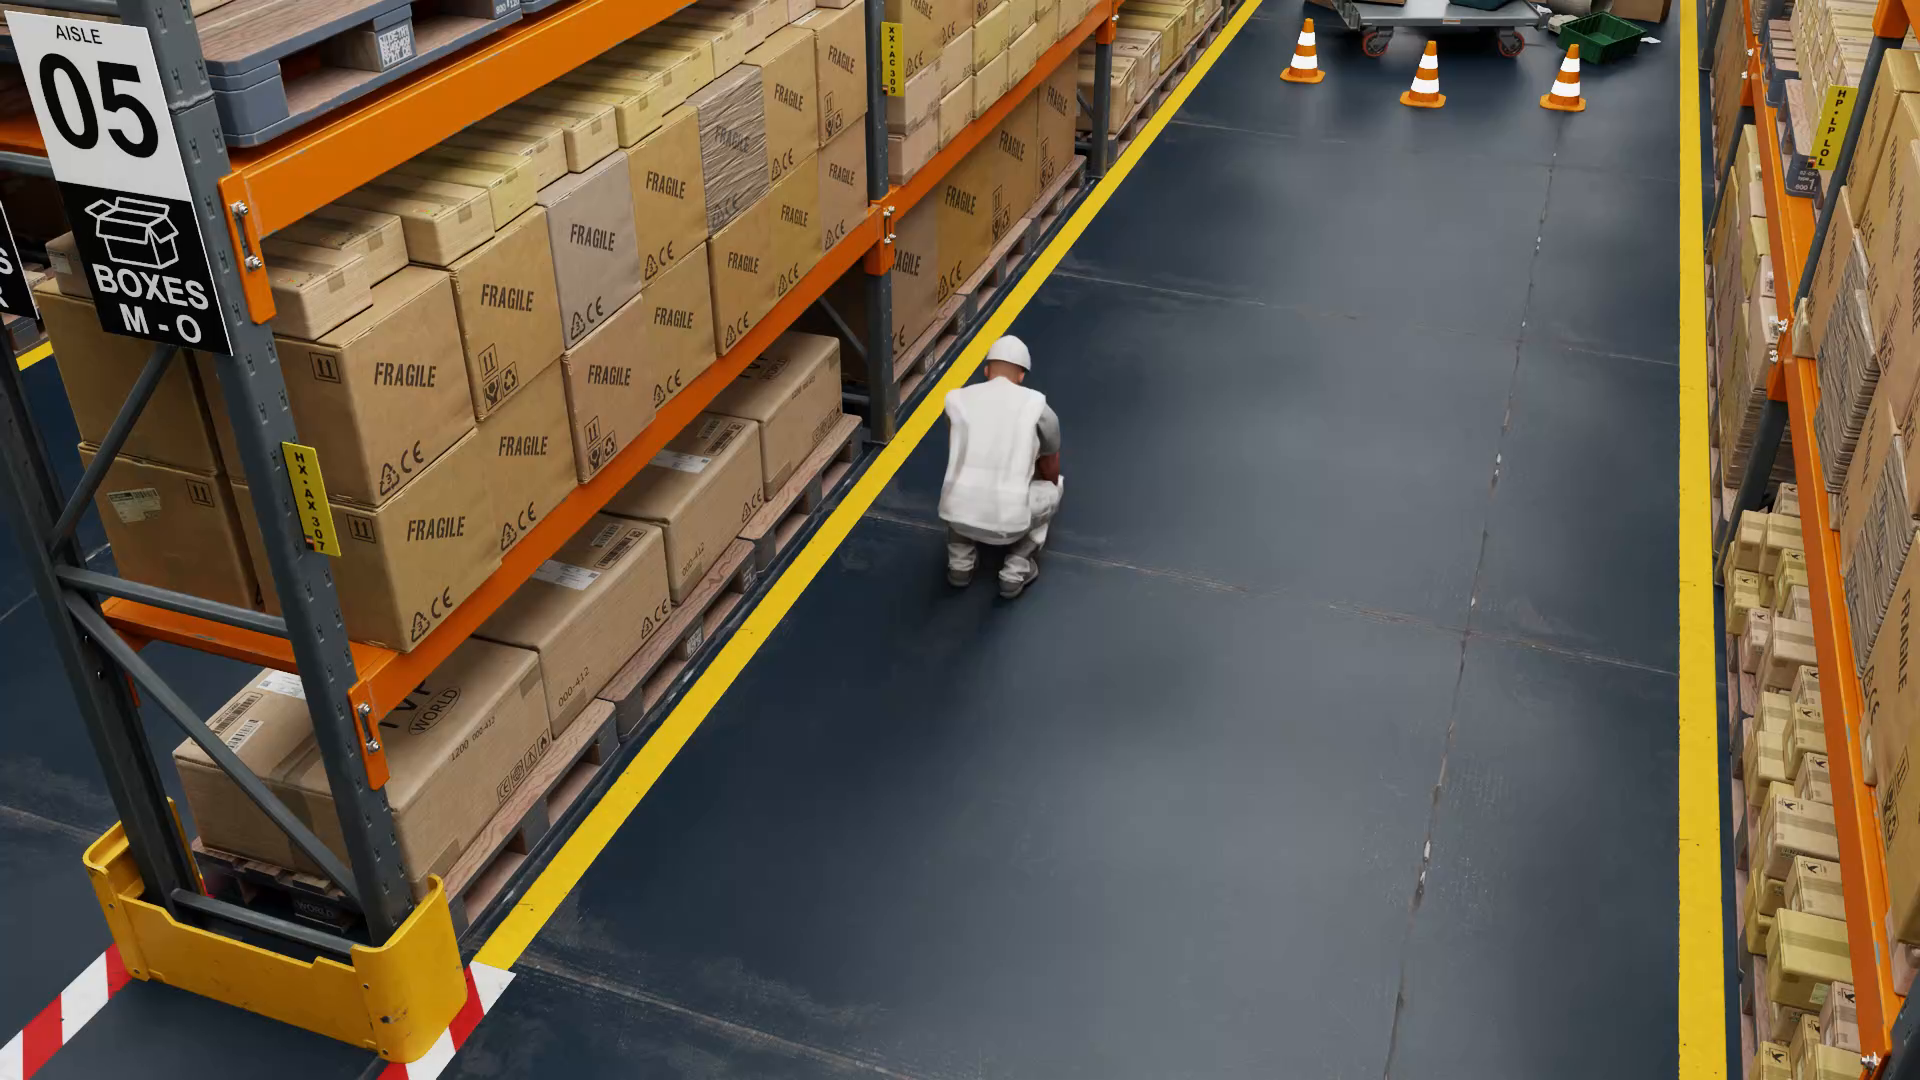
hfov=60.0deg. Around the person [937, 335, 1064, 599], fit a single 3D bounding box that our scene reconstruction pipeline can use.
[{"bbox_3d":[0.173,-0.323,7.348,0.547,1.002,0.877,10,34,16],"label":"person"}]
